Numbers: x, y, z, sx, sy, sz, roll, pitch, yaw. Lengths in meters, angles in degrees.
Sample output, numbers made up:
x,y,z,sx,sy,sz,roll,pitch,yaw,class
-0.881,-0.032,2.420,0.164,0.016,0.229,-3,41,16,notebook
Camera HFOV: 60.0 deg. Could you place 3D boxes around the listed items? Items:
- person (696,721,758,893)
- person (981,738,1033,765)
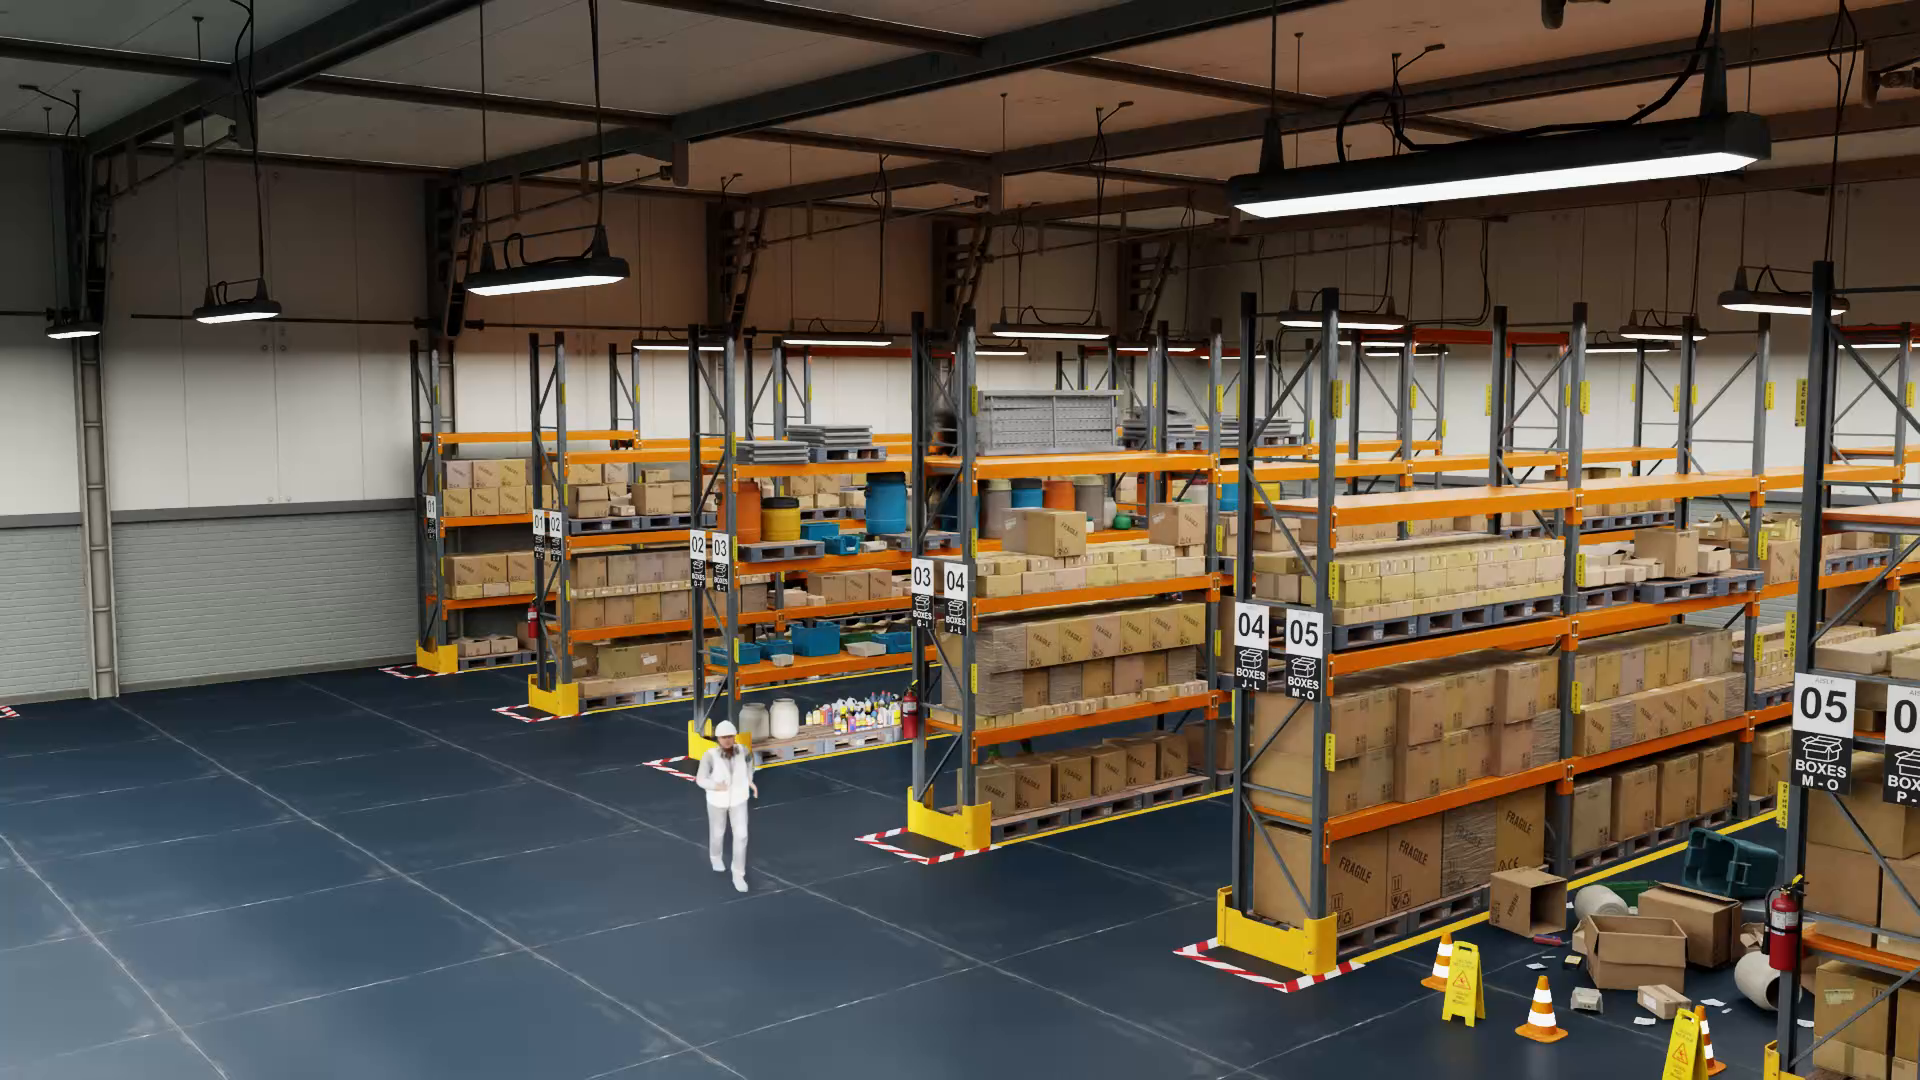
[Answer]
x,y,z,sx,sy,sz,roll,pitch,yaw,class
-2.416,2.695,17.219,0.659,1.737,0.986,-2,5,-16,person
0.604,2.245,22.640,1.119,1.602,0.678,-4,7,-36,person
